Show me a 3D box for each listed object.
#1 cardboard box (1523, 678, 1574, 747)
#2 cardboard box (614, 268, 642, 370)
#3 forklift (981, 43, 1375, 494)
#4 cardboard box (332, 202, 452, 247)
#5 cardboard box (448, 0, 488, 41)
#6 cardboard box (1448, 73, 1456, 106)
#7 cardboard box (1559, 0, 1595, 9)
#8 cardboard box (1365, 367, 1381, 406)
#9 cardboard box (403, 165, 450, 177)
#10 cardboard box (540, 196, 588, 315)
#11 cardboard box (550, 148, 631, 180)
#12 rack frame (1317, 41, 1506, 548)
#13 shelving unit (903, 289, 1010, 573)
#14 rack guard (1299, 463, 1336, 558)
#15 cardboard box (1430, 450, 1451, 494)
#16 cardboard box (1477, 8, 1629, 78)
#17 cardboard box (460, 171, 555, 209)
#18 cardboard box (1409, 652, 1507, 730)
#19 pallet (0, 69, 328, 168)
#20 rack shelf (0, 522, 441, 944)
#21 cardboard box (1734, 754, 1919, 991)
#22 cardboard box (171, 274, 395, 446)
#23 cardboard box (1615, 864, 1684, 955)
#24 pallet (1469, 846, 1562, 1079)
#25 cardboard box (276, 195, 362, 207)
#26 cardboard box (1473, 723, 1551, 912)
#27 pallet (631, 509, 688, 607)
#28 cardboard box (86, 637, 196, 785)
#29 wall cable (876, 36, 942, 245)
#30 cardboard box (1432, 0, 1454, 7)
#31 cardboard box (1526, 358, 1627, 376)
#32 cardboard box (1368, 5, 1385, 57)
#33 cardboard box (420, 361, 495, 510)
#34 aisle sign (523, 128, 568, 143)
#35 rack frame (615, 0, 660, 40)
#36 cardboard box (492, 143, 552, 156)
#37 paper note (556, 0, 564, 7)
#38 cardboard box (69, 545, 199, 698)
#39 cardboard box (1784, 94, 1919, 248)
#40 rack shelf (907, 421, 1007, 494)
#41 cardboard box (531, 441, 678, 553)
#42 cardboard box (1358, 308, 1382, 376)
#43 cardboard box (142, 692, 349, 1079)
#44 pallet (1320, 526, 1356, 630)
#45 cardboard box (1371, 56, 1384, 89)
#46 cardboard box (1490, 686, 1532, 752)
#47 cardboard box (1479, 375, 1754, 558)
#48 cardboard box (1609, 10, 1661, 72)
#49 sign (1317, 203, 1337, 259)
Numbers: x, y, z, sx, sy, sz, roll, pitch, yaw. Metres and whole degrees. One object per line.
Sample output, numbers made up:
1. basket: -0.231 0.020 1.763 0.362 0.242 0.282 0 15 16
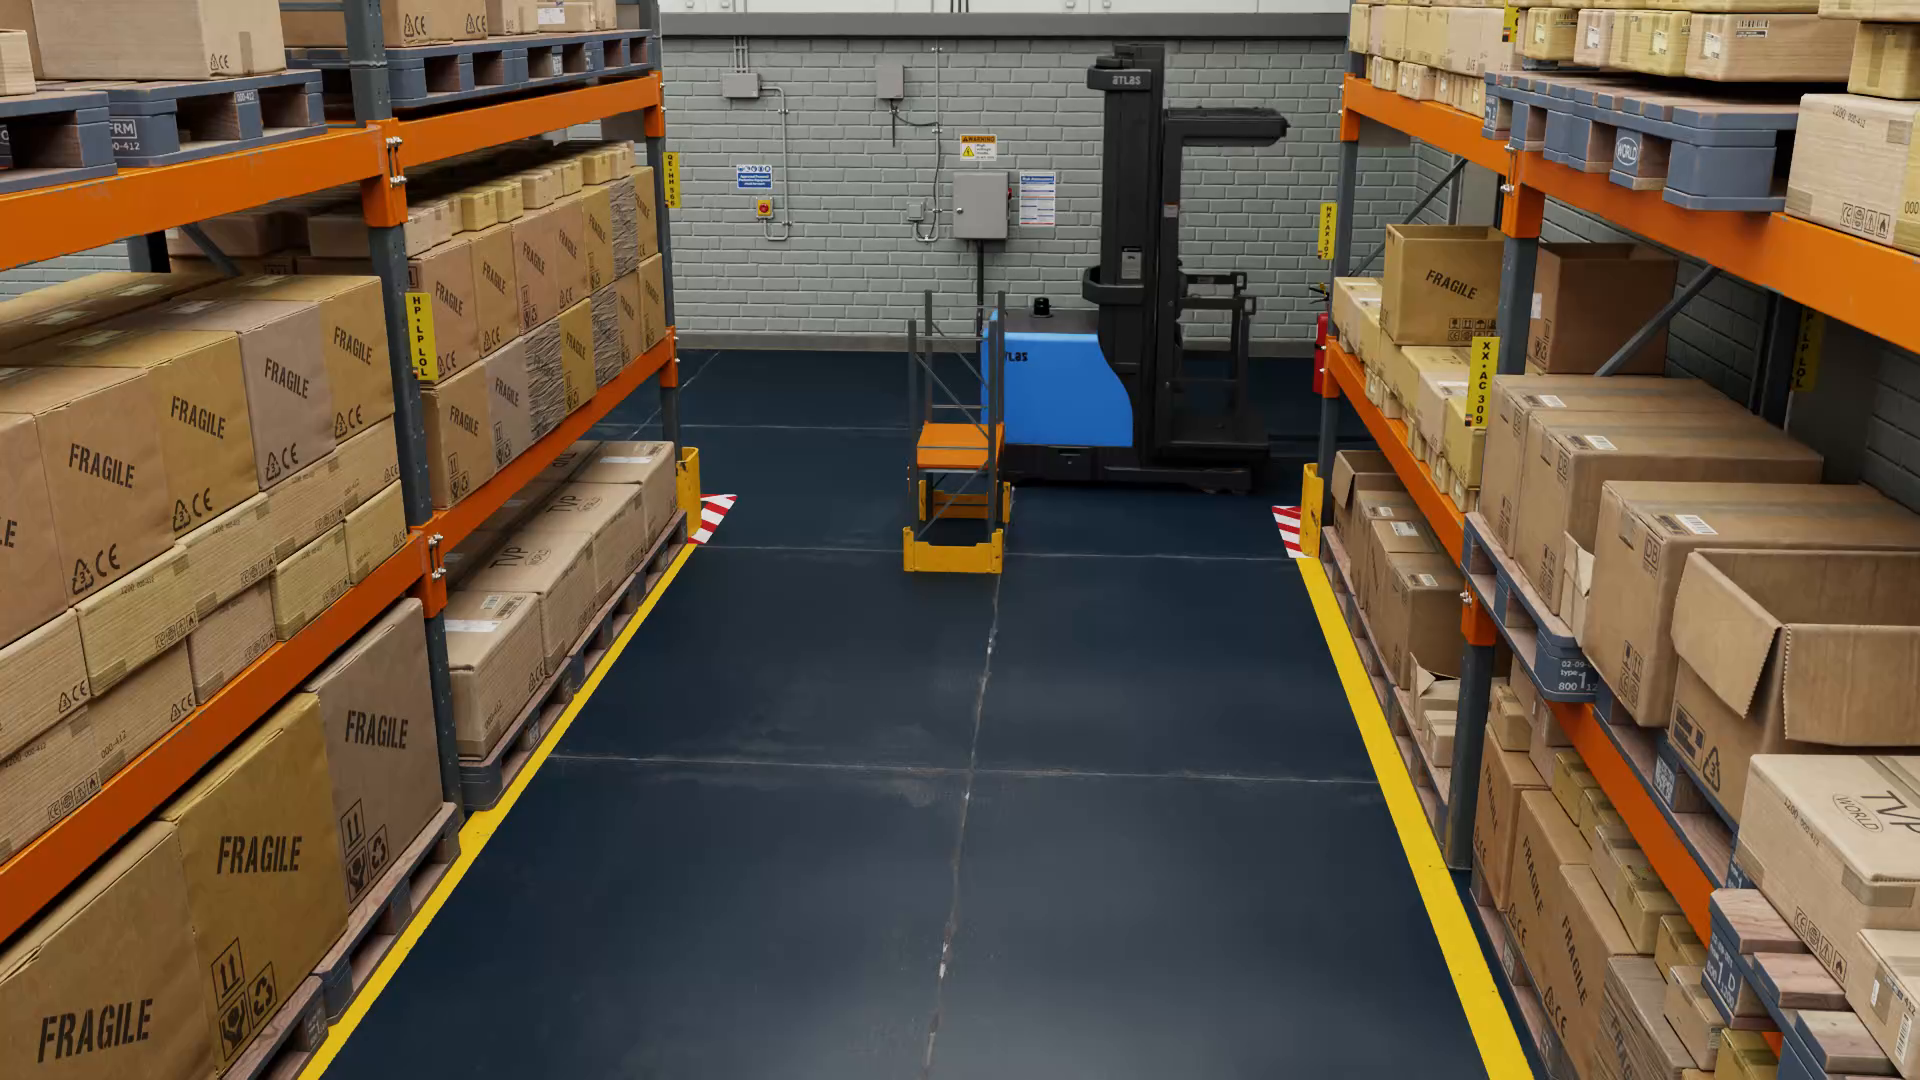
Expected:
1. cardboard box: 2.145 0.584 5.643 0.380 0.149 0.250 0 18 1
2. cardboard box: -2.079 -1.230 9.199 0.500 0.500 0.500 1 18 3
3. forklift: 1.683 -1.880 11.452 3.031 2.935 1.130 2 18 6
4. cardboard box: -2.260 -1.254 6.626 0.380 0.149 0.250 2 18 5
5. cardboard box: -2.479 -2.392 7.089 0.797 0.503 0.637 3 18 8
6. cardboard box: 2.258 -1.884 6.941 0.380 0.149 0.250 2 18 6
7. cardboard box: 1.940 -1.591 4.734 0.380 0.149 0.250 1 18 3
8. cardboard box: 2.255 -0.770 8.358 0.380 0.149 0.250 1 18 2
9. cardboard box: -2.712 -1.740 8.107 0.380 0.149 0.250 1 18 3
10. cardboard box: -2.139 -1.389 8.077 0.500 0.500 0.500 1 18 4
11. cardboard box: -2.012 -2.047 9.045 0.380 0.149 0.250 1 18 3
12. rack frame: 2.694 -1.384 9.829 1.000 3.000 0.127 1 18 4
13. shelving unit: -0.005 -0.689 10.117 0.587 1.500 1.083 1 18 4
14. rack guard: 2.689 -0.173 10.147 1.175 0.500 0.348 1 18 4
15. cardboard box: 2.170 -0.290 6.893 0.380 0.149 0.250 2 18 5
16. cardboard box: 2.192 -1.793 6.022 0.500 0.250 0.500 1 18 4
17. cardboard box: -2.134 -1.647 7.824 0.380 0.149 0.250 1 18 4
18. cardboard box: 2.180 0.668 7.285 0.396 0.266 0.258 2 18 6
19. pallet: -2.560 -1.300 5.063 0.805 0.209 1.217 1 18 2
20. rack shelf: -2.687 0.712 4.589 1.077 0.370 4.000 1 18 4
21. cardboard box: 1.873 0.637 3.227 0.500 0.250 0.500 0 18 1
22. cardboard box: -2.325 -0.630 5.761 0.500 0.500 0.500 2 18 6
23. cardboard box: 2.085 1.051 4.697 0.380 0.149 0.250 2 18 6
24. pallet: 2.387 1.437 5.699 1.003 0.211 1.213 1 18 4
25. cardboard box: -2.684 -1.342 6.892 0.380 0.149 0.250 1 18 4
26. cardboard box: 2.148 0.992 5.919 0.500 0.500 0.500 2 18 6
27. pallet: -2.236 0.082 9.835 1.003 0.211 1.213 1 18 4
28. cardboard box: -2.450 0.440 4.504 0.500 0.250 0.500 1 18 4
29. wall cable: -0.461 -3.700 15.266 0.588 1.984 0.122 1 18 4
30. cardboard box: 2.276 -2.352 6.926 0.500 0.250 0.500 2 18 5
31. cardboard box: 2.780 -0.676 7.431 0.500 0.250 0.500 2 18 5
32. cardboard box: 2.374 -2.589 8.454 0.500 0.250 0.500 2 18 5
33. cardboard box: -2.249 -0.439 6.784 0.500 0.500 0.500 2 18 6
34. aisle sign: -2.541 -2.758 9.847 0.394 0.787 0.004 1 18 4
35. rack frame: -2.257 -4.344 9.230 1.000 3.000 0.127 1 18 4
36. cardboard box: -2.507 -2.137 9.321 0.380 0.149 0.250 2 18 5
37. paper note: -1.827 -2.455 7.600 0.006 0.032 0.123 1 18 4
38. cardboard box: -2.412 0.201 4.432 0.500 0.250 0.500 2 18 5
39. cardboard box: 1.986 -0.730 3.257 0.500 0.250 0.500 1 18 4
40. rack shelf: -0.006 -0.515 10.165 0.538 0.185 1.000 1 18 4
41. cardboard box: -2.205 -0.268 9.865 0.875 0.438 0.875 1 18 2
42. cardboard box: 2.324 -1.005 8.436 0.500 0.250 0.500 1 18 3
43. cardboard box: -2.566 1.034 5.188 0.875 0.875 0.875 2 18 6
44. pallet: 2.632 0.213 9.436 1.003 0.211 1.213 1 18 4
45. cardboard box: 2.291 -2.360 8.394 0.380 0.149 0.250 2 18 5
46. cardboard box: 2.116 0.644 5.939 0.380 0.149 0.250 2 18 7
47. cardboard box: 2.150 -0.243 5.514 0.700 0.500 0.500 2 18 5
48. cardboard box: 1.918 -1.294 4.305 0.380 0.149 0.250 1 18 3
49. sign: 2.153 -1.807 9.731 0.100 0.325 0.005 1 18 4
